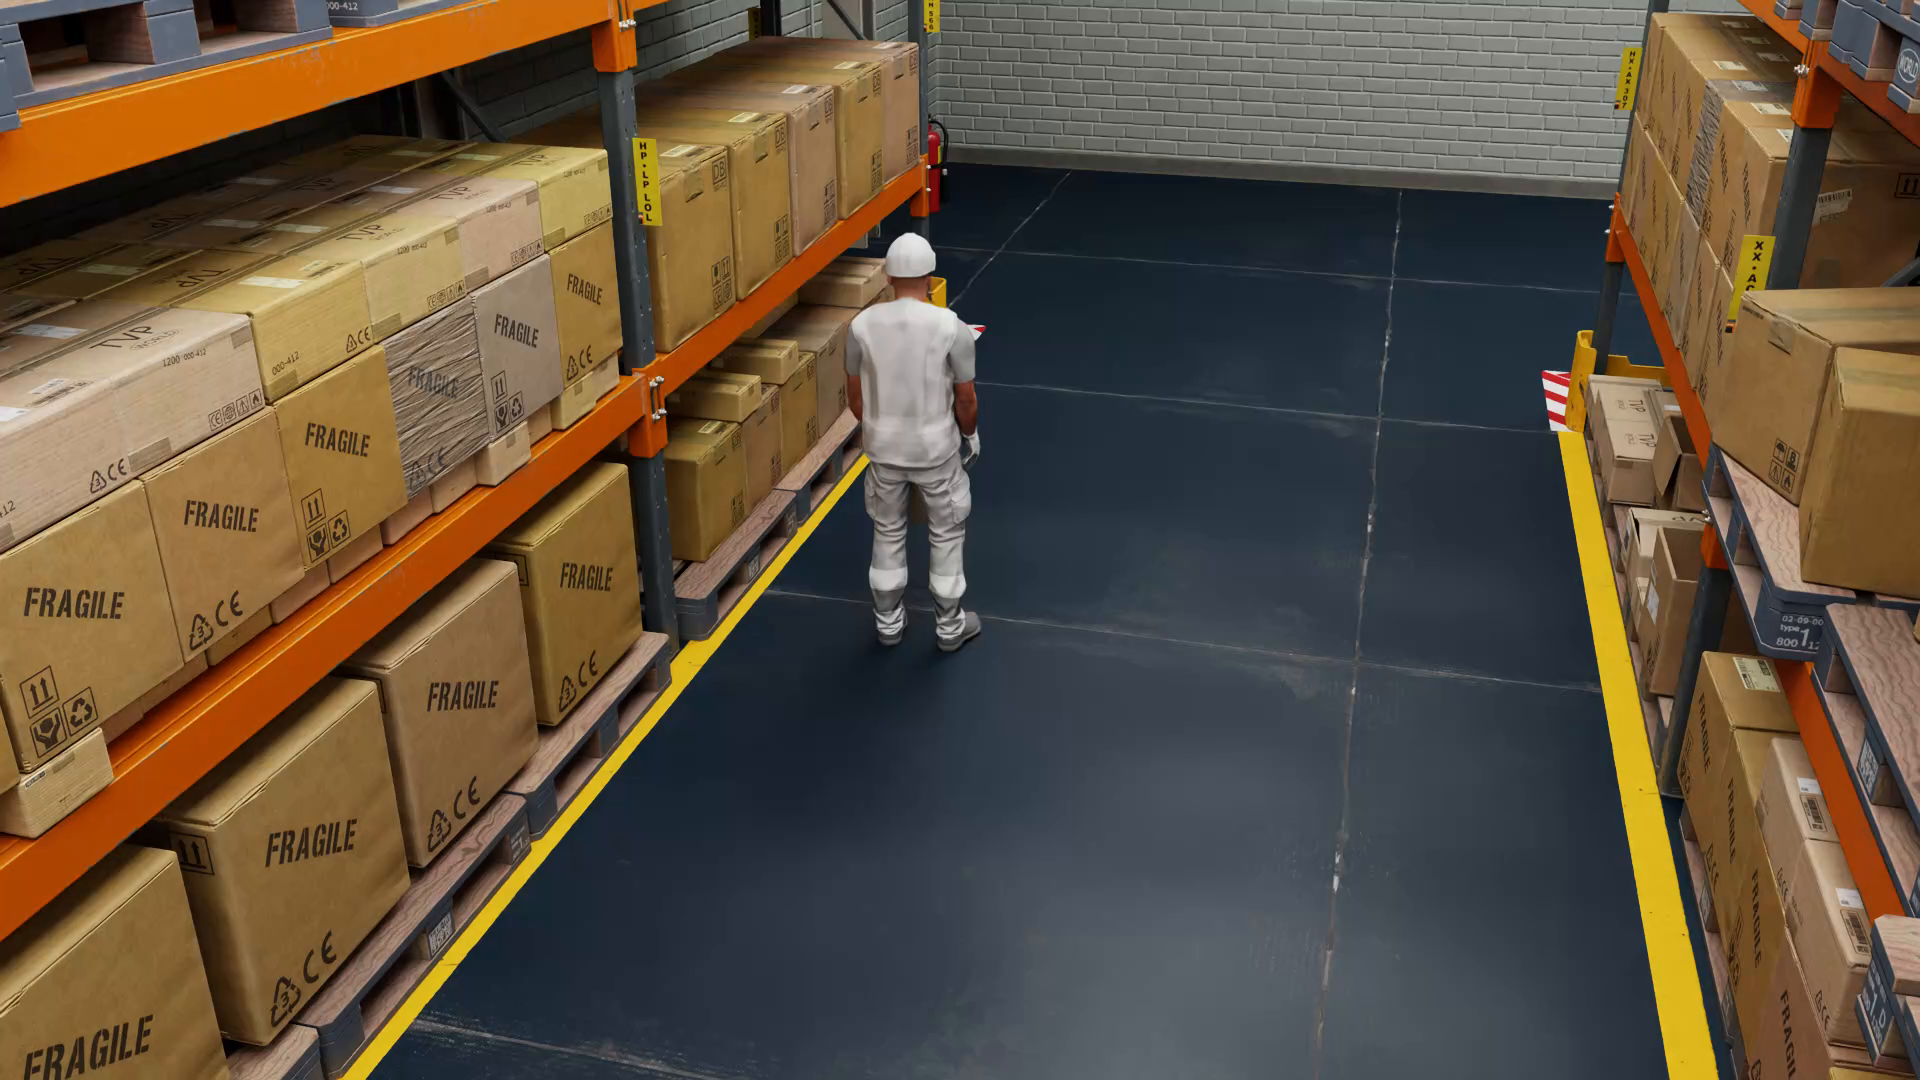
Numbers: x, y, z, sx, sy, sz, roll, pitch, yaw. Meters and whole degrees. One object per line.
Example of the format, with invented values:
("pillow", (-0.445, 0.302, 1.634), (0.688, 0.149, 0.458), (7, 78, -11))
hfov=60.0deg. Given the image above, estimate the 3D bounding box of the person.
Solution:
("person", (-0.195, -0.378, 6.888), (0.547, 1.787, 0.404), (6, 26, 12))
